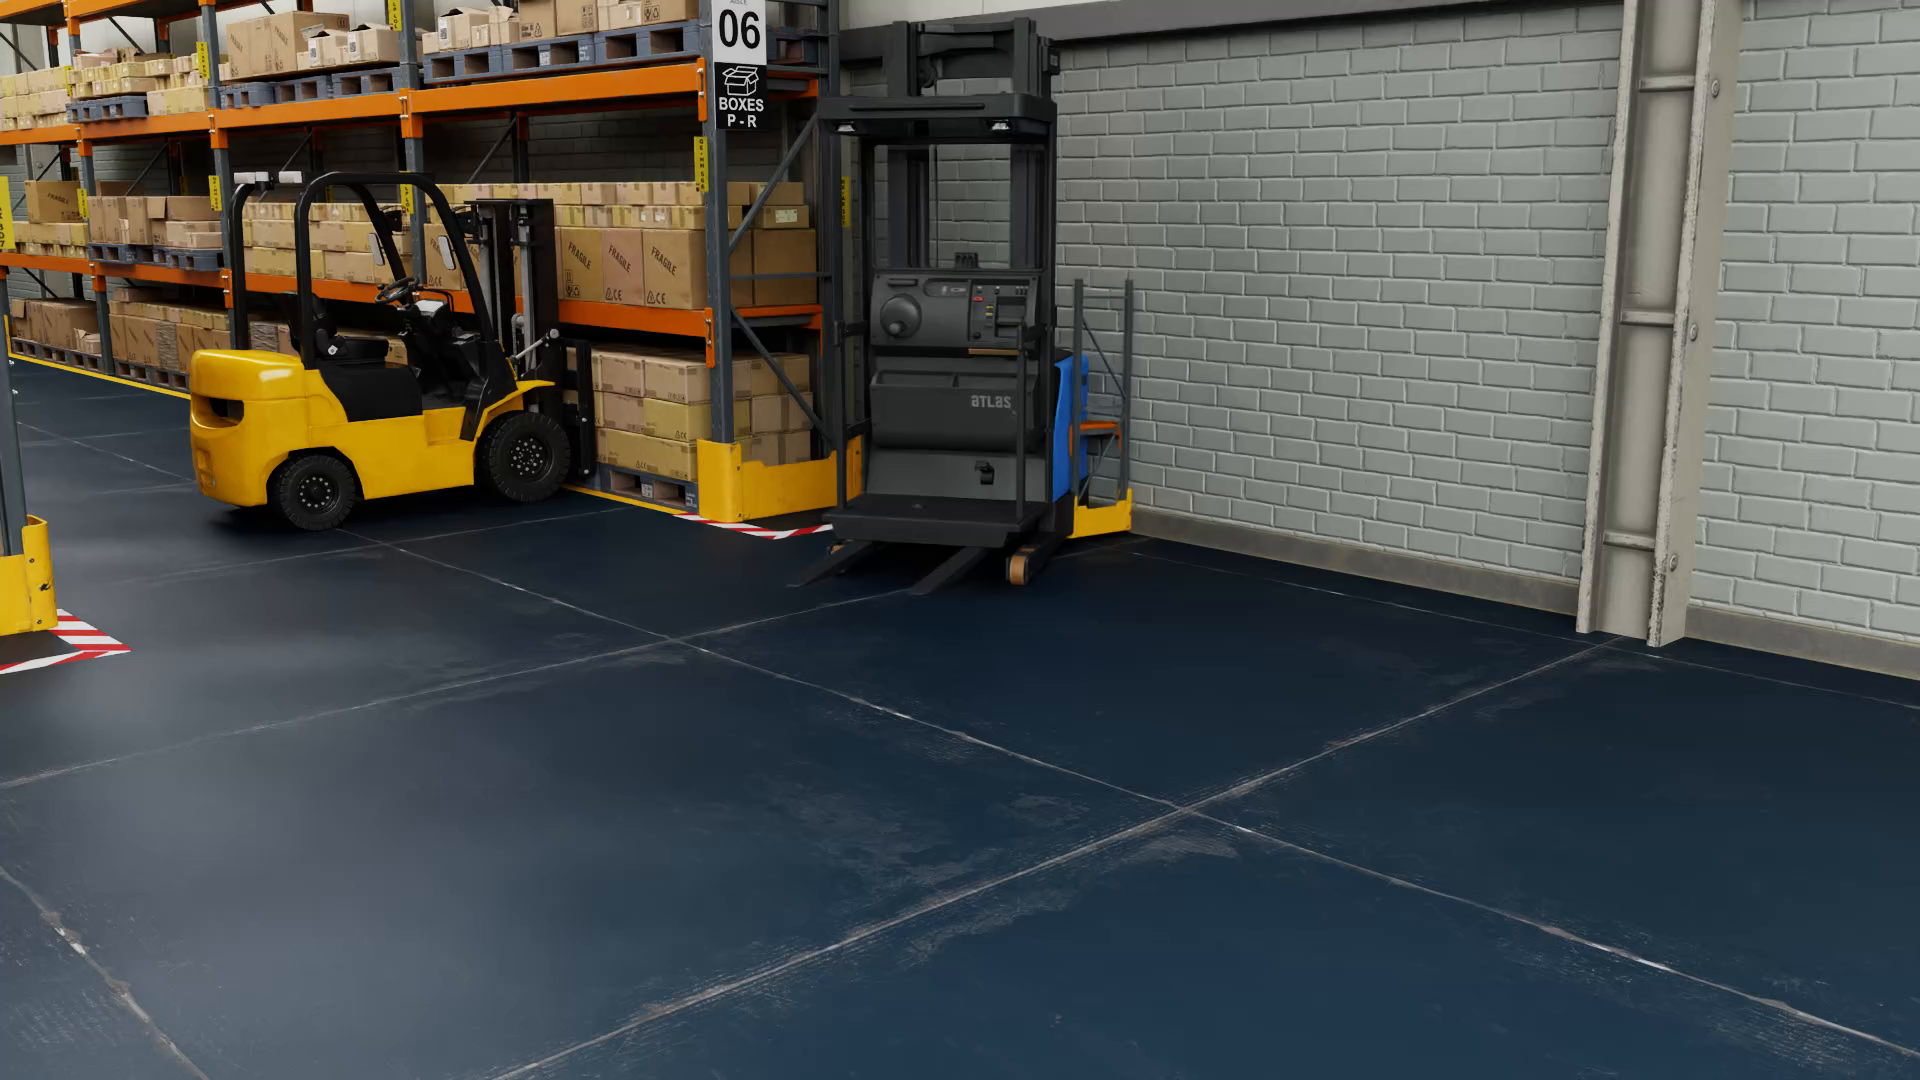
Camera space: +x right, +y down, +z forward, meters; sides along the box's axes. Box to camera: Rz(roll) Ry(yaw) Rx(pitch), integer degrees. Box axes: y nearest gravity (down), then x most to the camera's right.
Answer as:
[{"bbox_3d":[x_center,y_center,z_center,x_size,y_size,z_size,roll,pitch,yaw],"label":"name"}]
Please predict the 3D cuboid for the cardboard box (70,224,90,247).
[{"bbox_3d":[-9.987,-3.545,19.318,0.500,0.250,0.500,-10,16,-41],"label":"cardboard box"}]

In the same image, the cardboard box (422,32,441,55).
[{"bbox_3d":[-3.844,-3.758,12.617,0.380,0.149,0.250,-10,16,-41],"label":"cardboard box"}]

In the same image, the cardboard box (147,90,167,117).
[{"bbox_3d":[-7.920,-4.432,16.926,0.500,0.250,0.500,-11,16,-43],"label":"cardboard box"}]

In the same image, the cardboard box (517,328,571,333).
[{"bbox_3d":[-3.454,-1.569,13.387,0.500,0.250,0.500,-10,16,-41],"label":"cardboard box"}]

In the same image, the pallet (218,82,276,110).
[{"bbox_3d":[-6.163,-4.139,15.600,1.213,0.211,1.003,-10,15,-40],"label":"pallet"}]

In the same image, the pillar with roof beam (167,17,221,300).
[{"bbox_3d":[-12.401,-5.998,16.723,9.100,9.000,0.400,-11,16,-43],"label":"pillar with roof beam"}]

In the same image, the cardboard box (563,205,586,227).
[{"bbox_3d":[-2.517,-2.243,11.510,0.380,0.149,0.250,-11,16,-42],"label":"cardboard box"}]

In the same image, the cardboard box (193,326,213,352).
[{"bbox_3d":[-7.482,-1.936,17.030,0.500,0.500,0.500,-11,16,-43],"label":"cardboard box"}]

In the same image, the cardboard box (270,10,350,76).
[{"bbox_3d":[-5.669,-4.333,14.540,0.500,0.500,0.500,-10,16,-41],"label":"cardboard box"}]

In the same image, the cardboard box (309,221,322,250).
[{"bbox_3d":[-5.502,-2.698,14.706,0.500,0.250,0.500,-11,16,-42],"label":"cardboard box"}]

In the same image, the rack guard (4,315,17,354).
[{"bbox_3d":[-12.168,-2.781,22.169,1.175,0.500,0.348,-11,16,-43],"label":"rack guard"}]

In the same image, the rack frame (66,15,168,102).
[{"bbox_3d":[-9.459,-6.371,18.532,1.000,3.000,0.127,-11,16,-43],"label":"rack frame"}]

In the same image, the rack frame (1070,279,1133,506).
[{"bbox_3d":[0.836,-0.780,9.814,0.032,1.500,0.500,9,12,44],"label":"rack frame"}]

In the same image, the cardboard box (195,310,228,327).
[{"bbox_3d":[-7.581,-2.265,17.016,0.250,0.149,0.380,11,16,43],"label":"cardboard box"}]

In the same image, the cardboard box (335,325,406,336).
[{"bbox_3d":[-5.353,-1.606,15.116,0.625,0.625,0.875,11,16,43],"label":"cardboard box"}]

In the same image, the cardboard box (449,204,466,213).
[{"bbox_3d":[-3.724,-2.511,12.809,0.380,0.149,0.250,-10,16,-41],"label":"cardboard box"}]

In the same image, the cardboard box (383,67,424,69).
[{"bbox_3d":[-4.638,-4.037,13.971,0.380,0.149,0.250,-11,16,-43],"label":"cardboard box"}]

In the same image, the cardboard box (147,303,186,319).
[{"bbox_3d":[-8.626,-2.497,18.143,0.380,0.149,0.250,-11,16,-43],"label":"cardboard box"}]

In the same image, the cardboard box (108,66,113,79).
[{"bbox_3d":[-8.774,-4.939,17.614,0.380,0.149,0.250,-11,16,-42],"label":"cardboard box"}]

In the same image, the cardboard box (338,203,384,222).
[{"bbox_3d":[-5.066,-2.795,14.191,0.250,0.149,0.380,11,16,44],"label":"cardboard box"}]

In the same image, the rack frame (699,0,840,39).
[{"bbox_3d":[-1.172,-4.619,10.032,1.000,3.000,0.127,-11,16,-43],"label":"rack frame"}]

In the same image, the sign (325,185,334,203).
[{"bbox_3d":[-6.297,-3.493,16.565,0.100,0.325,0.005,-11,16,-43],"label":"sign"}]

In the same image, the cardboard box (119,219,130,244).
[{"bbox_3d":[-8.777,-3.316,17.865,0.396,0.266,0.258,-10,15,-40],"label":"cardboard box"}]

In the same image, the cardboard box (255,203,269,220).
[{"bbox_3d":[-6.308,-3.055,15.451,0.380,0.149,0.250,-10,16,-41],"label":"cardboard box"}]

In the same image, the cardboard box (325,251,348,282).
[{"bbox_3d":[-5.143,-2.378,14.391,0.500,0.250,0.500,-11,16,-42],"label":"cardboard box"}]

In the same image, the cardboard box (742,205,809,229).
[{"bbox_3d":[-1.218,-2.133,10.977,0.250,0.149,0.380,11,16,44],"label":"cardboard box"}]

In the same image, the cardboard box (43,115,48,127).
[{"bbox_3d":[-10.596,-4.946,19.673,0.380,0.149,0.250,-10,15,-41],"label":"cardboard box"}]

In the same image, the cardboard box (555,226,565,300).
[{"bbox_3d":[-2.762,-1.989,11.883,0.500,0.500,0.500,-11,16,-42],"label":"cardboard box"}]

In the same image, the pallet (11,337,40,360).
[{"bbox_3d":[-11.617,-2.523,21.635,1.003,0.211,1.213,-11,16,-43],"label":"pallet"}]

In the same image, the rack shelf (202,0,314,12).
[{"bbox_3d":[-5.315,-4.947,14.395,1.077,0.370,4.000,-11,16,-43],"label":"rack shelf"}]

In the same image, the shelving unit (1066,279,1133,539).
[{"bbox_3d":[0.468,-0.838,10.174,1.083,1.500,0.587,9,12,44],"label":"shelving unit"}]

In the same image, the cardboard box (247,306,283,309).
[{"bbox_3d":[-7.345,-2.387,17.612,0.250,0.149,0.380,11,16,43],"label":"cardboard box"}]

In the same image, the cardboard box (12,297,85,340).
[{"bbox_3d":[-11.867,-2.897,21.683,0.637,0.503,0.797,11,16,43],"label":"cardboard box"}]

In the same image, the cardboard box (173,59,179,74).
[{"bbox_3d":[-7.618,-4.722,16.610,0.380,0.149,0.250,-11,16,-43],"label":"cardboard box"}]

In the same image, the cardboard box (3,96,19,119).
[{"bbox_3d":[-11.402,-5.307,20.437,0.500,0.250,0.500,11,16,43],"label":"cardboard box"}]

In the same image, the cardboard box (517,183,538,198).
[{"bbox_3d":[-2.981,-2.512,12.080,0.380,0.149,0.250,-11,16,-43],"label":"cardboard box"}]

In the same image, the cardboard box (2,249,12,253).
[{"bbox_3d":[-12.192,-3.807,21.578,0.380,0.149,0.250,-11,16,-43],"label":"cardboard box"}]

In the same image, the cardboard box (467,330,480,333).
[{"bbox_3d":[-3.827,-1.499,13.050,0.500,0.250,0.500,-11,16,-43],"label":"cardboard box"}]

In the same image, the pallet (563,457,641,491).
[{"bbox_3d":[-2.568,-0.599,12.296,1.003,0.211,1.213,-11,16,-43],"label":"pallet"}]

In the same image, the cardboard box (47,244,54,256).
[{"bbox_3d":[-10.914,-3.548,20.323,0.380,0.149,0.250,-11,16,-43],"label":"cardboard box"}]

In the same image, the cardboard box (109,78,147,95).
[{"bbox_3d":[-8.664,-4.747,17.419,0.380,0.149,0.250,-10,16,-41],"label":"cardboard box"}]

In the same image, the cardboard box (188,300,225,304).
[{"bbox_3d":[-8.440,-2.612,18.704,0.250,0.149,0.380,11,16,42],"label":"cardboard box"}]

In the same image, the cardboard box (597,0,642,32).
[{"bbox_3d":[-2.139,-3.455,10.857,0.396,0.266,0.258,-11,16,-42],"label":"cardboard box"}]

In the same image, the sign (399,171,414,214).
[{"bbox_3d":[-4.320,-2.716,12.988,0.100,0.325,0.005,-11,16,-43],"label":"sign"}]

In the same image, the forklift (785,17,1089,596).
[{"bbox_3d":[-0.089,-1.280,8.862,1.130,2.935,3.031,3,12,15],"label":"forklift"}]

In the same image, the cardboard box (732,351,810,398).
[{"bbox_3d":[-1.367,-1.126,11.240,0.500,0.250,0.500,-11,16,-43],"label":"cardboard box"}]

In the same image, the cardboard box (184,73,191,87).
[{"bbox_3d":[-7.443,-4.540,16.465,0.380,0.149,0.250,-10,16,-41],"label":"cardboard box"}]

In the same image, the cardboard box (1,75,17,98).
[{"bbox_3d":[-11.402,-5.554,20.399,0.500,0.250,0.500,-11,16,-43],"label":"cardboard box"}]

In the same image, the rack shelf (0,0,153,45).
[{"bbox_3d":[-10.840,-6.309,20.022,1.077,0.370,4.000,-11,16,-43],"label":"rack shelf"}]

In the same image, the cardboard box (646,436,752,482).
[{"bbox_3d":[-1.725,-0.565,10.991,0.500,0.250,0.500,-11,16,-42],"label":"cardboard box"}]

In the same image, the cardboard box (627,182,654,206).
[{"bbox_3d":[-1.964,-2.282,10.963,0.380,0.149,0.250,-10,16,-41],"label":"cardboard box"}]
